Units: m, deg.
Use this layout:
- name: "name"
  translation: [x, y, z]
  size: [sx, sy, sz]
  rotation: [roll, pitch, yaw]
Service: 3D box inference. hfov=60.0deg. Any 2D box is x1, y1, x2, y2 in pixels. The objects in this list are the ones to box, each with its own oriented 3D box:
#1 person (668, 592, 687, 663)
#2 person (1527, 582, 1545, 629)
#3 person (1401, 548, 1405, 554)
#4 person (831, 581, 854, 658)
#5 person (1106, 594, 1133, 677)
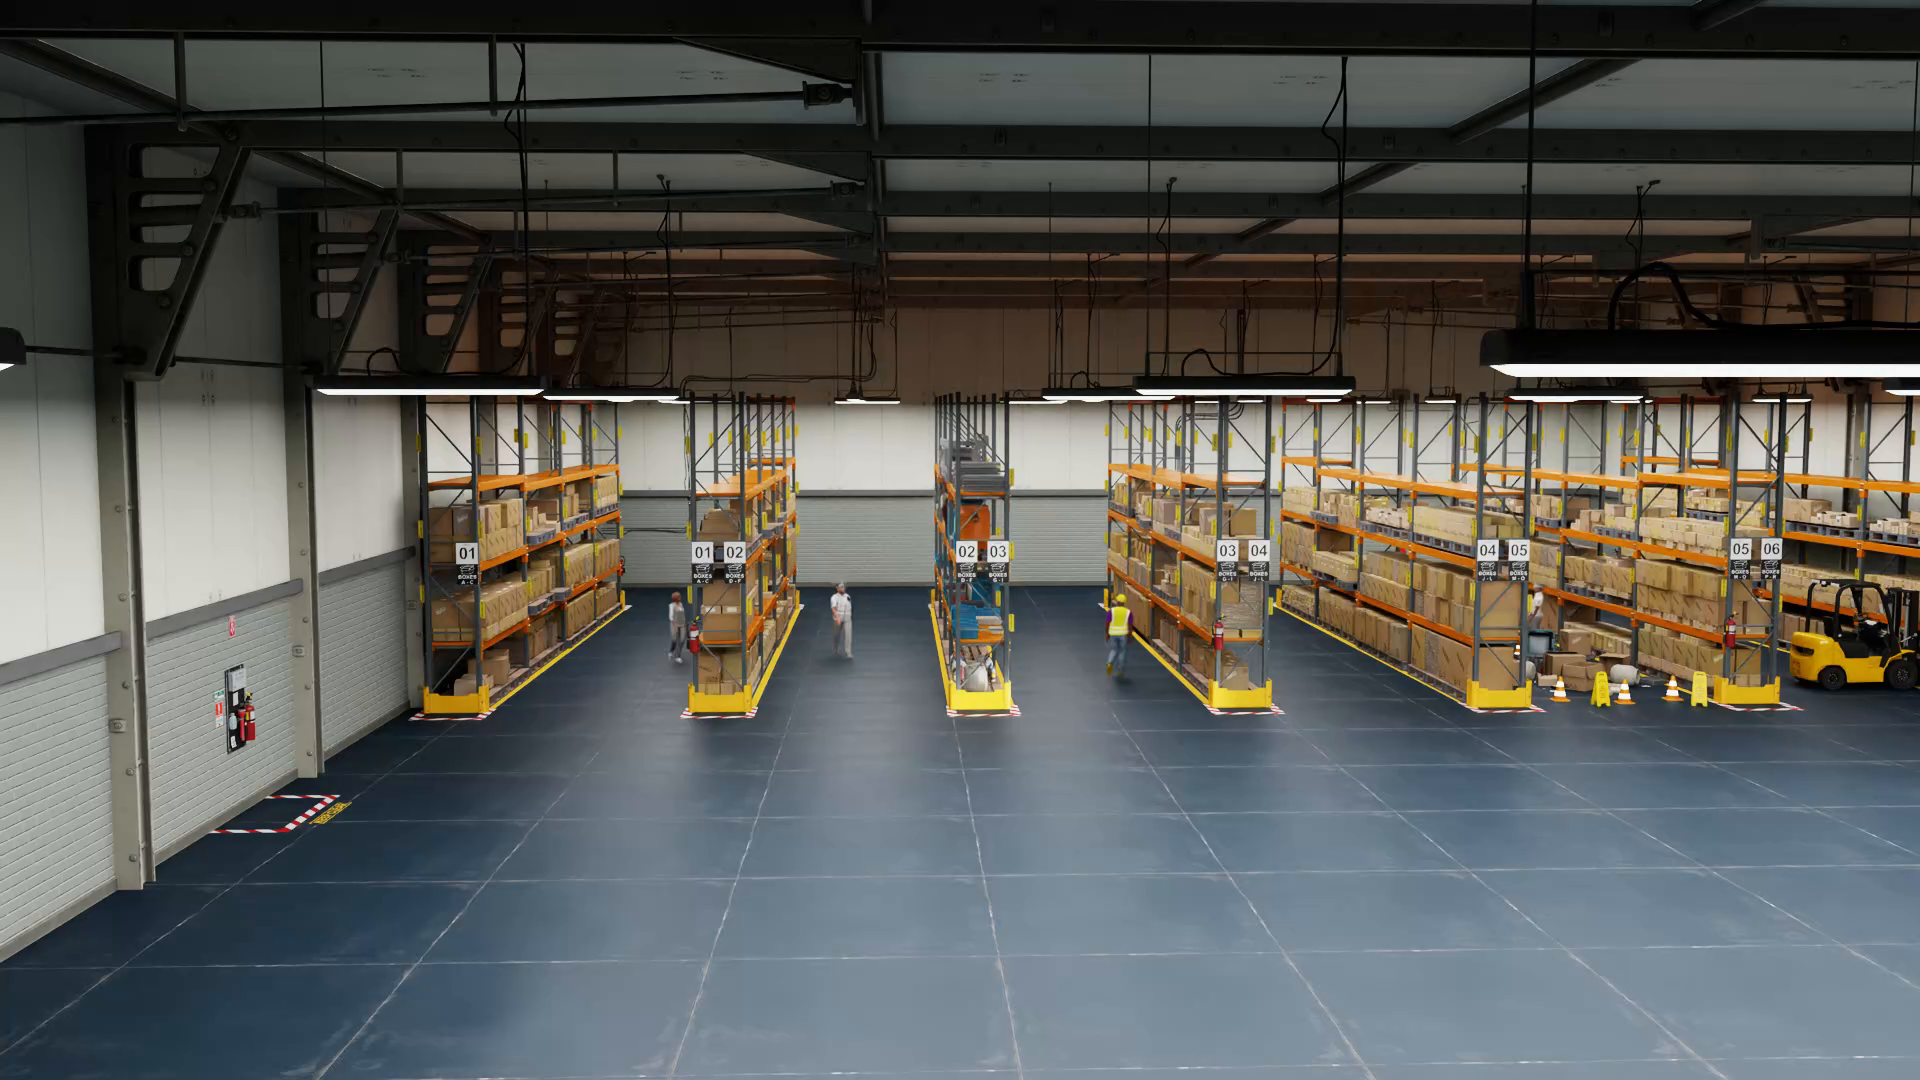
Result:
- name: "person"
  translation: [-6.336, 1.963, 37.396]
  size: [0.499, 1.578, 0.507]
  rotation: [-3, 6, -37]
- name: "person"
  translation: [13.312, 1.840, 38.568]
  size: [0.448, 1.747, 0.529]
  rotation: [3, 6, 35]
- name: "person"
  translation: [12.290, 1.125, 46.351]
  size: [0.420, 1.793, 0.606]
  rotation: [0, 5, -1]
- name: "person"
  translation: [-2.693, 1.797, 37.928]
  size: [0.521, 1.727, 1.033]
  rotation: [-1, 5, -11]
- name: "person"
  translation: [3.367, 2.017, 35.162]
  size: [0.550, 1.754, 0.602]
  rotation: [3, 5, 32]
